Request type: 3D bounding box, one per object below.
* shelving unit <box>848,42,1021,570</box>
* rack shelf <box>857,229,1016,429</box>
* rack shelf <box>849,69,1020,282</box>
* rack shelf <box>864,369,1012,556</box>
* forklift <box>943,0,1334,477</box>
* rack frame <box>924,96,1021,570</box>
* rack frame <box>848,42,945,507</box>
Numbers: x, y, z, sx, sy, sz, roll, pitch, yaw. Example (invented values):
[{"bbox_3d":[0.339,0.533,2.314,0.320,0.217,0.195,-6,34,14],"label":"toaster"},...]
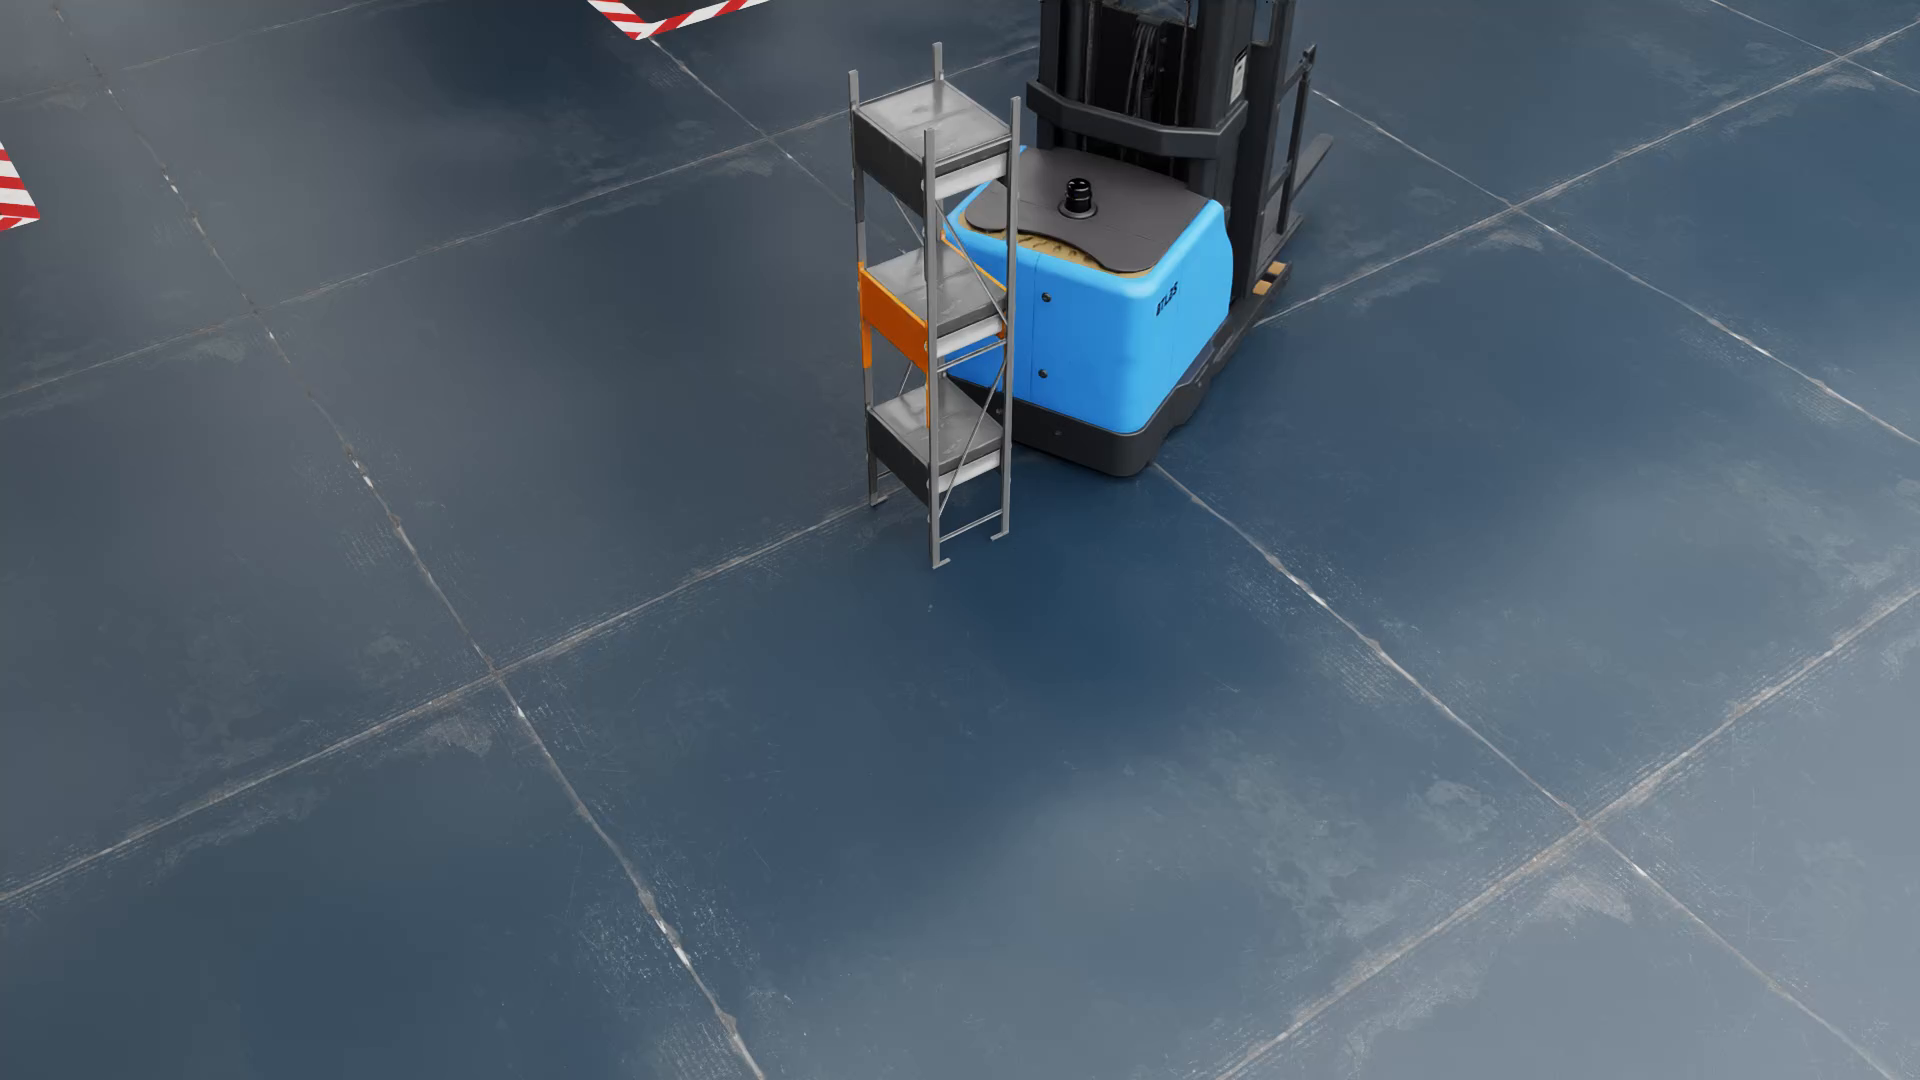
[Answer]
[{"bbox_3d":[-0.095,-0.853,6.614,0.431,2.100,0.503,-26,49,-24],"label":"shelving unit"},{"bbox_3d":[-0.095,-0.843,6.624,0.431,0.518,0.480,-26,49,-24],"label":"rack shelf"},{"bbox_3d":[-0.095,-1.350,6.140,0.431,0.518,0.480,-26,49,-24],"label":"rack shelf"},{"bbox_3d":[-0.095,-0.337,7.107,0.431,0.518,0.480,-26,49,-24],"label":"rack shelf"},{"bbox_3d":[1.052,-2.353,7.583,1.130,2.935,3.031,21,48,21],"label":"forklift"},{"bbox_3d":[0.045,-0.715,6.469,0.400,2.100,0.015,-26,49,-24],"label":"rack frame"},{"bbox_3d":[-0.234,-0.991,6.759,0.400,2.100,0.015,-26,49,-24],"label":"rack frame"}]
